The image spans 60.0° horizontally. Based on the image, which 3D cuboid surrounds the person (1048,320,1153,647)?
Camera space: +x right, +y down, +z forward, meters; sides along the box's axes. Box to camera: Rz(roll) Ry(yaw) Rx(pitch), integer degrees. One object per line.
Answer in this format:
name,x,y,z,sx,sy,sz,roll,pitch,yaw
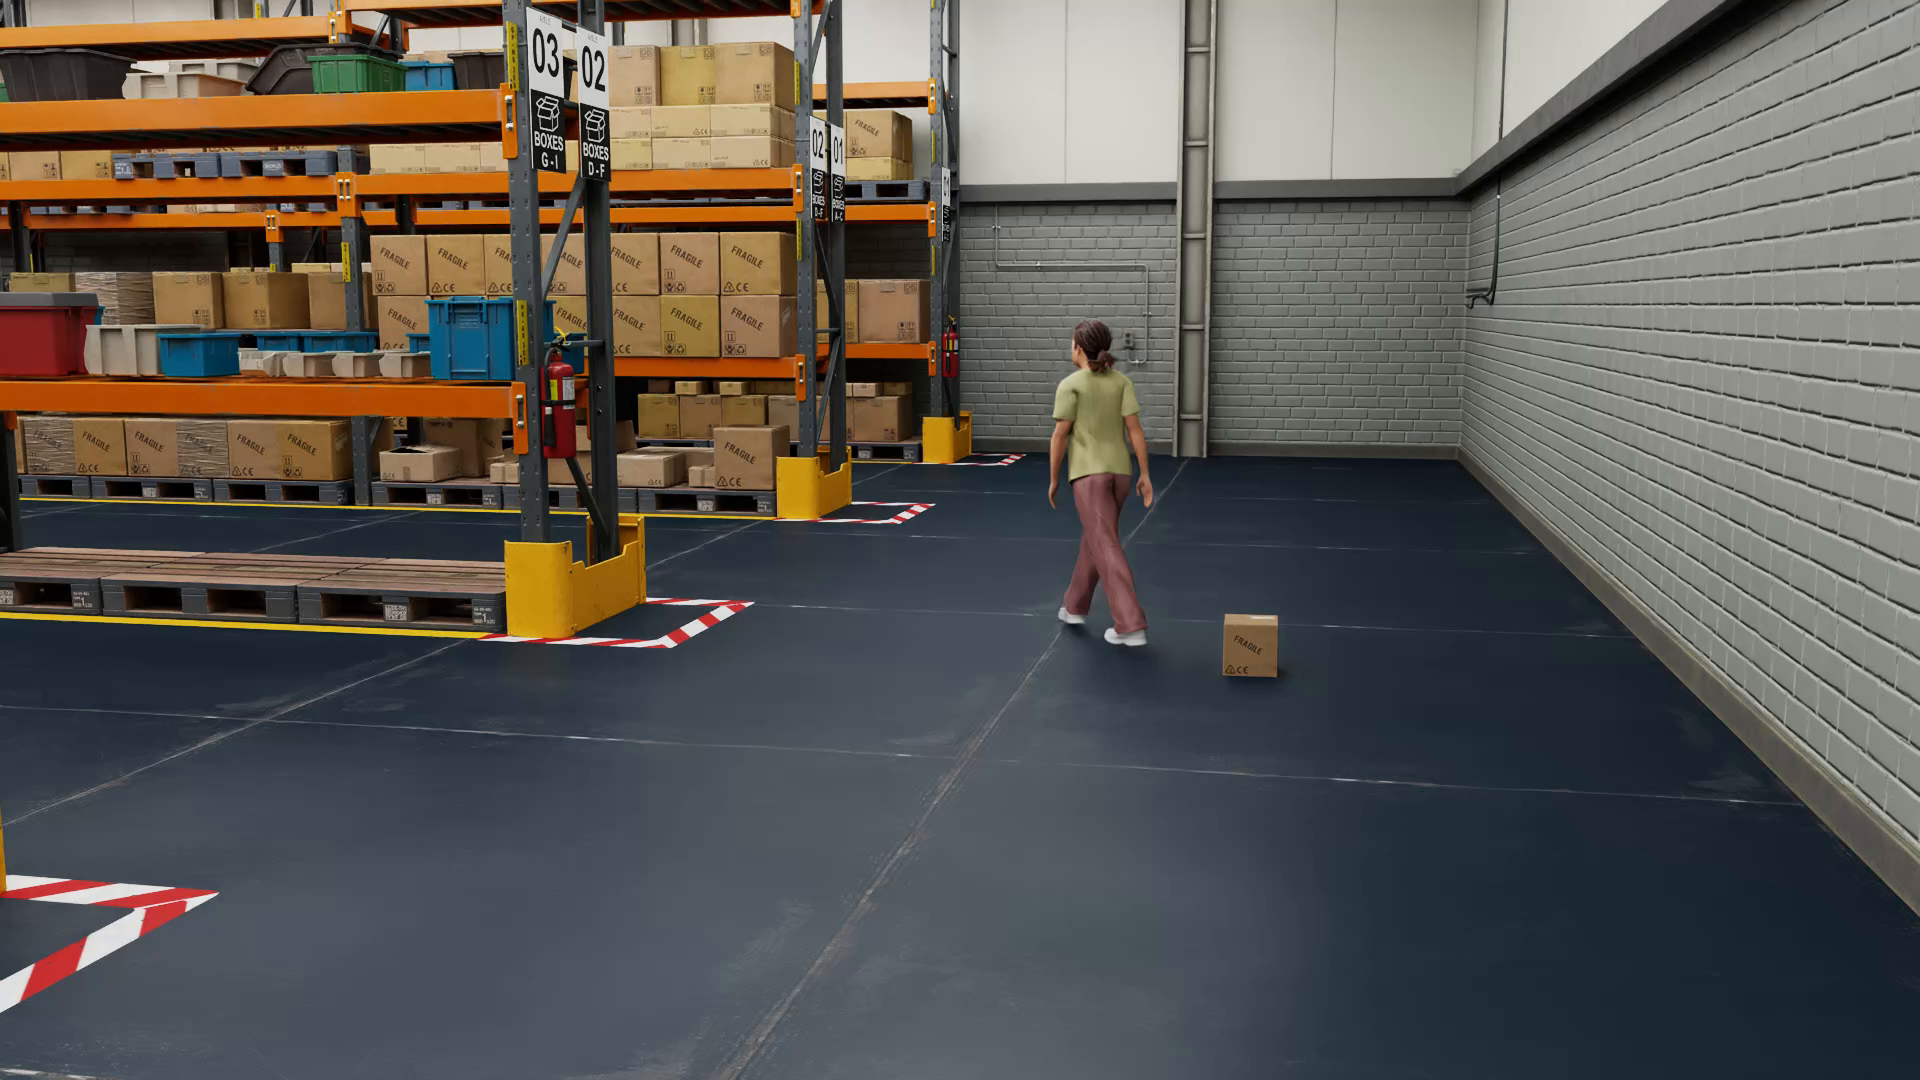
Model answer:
person,0.658,-0.311,8.478,0.470,1.610,0.950,-5,9,-30
